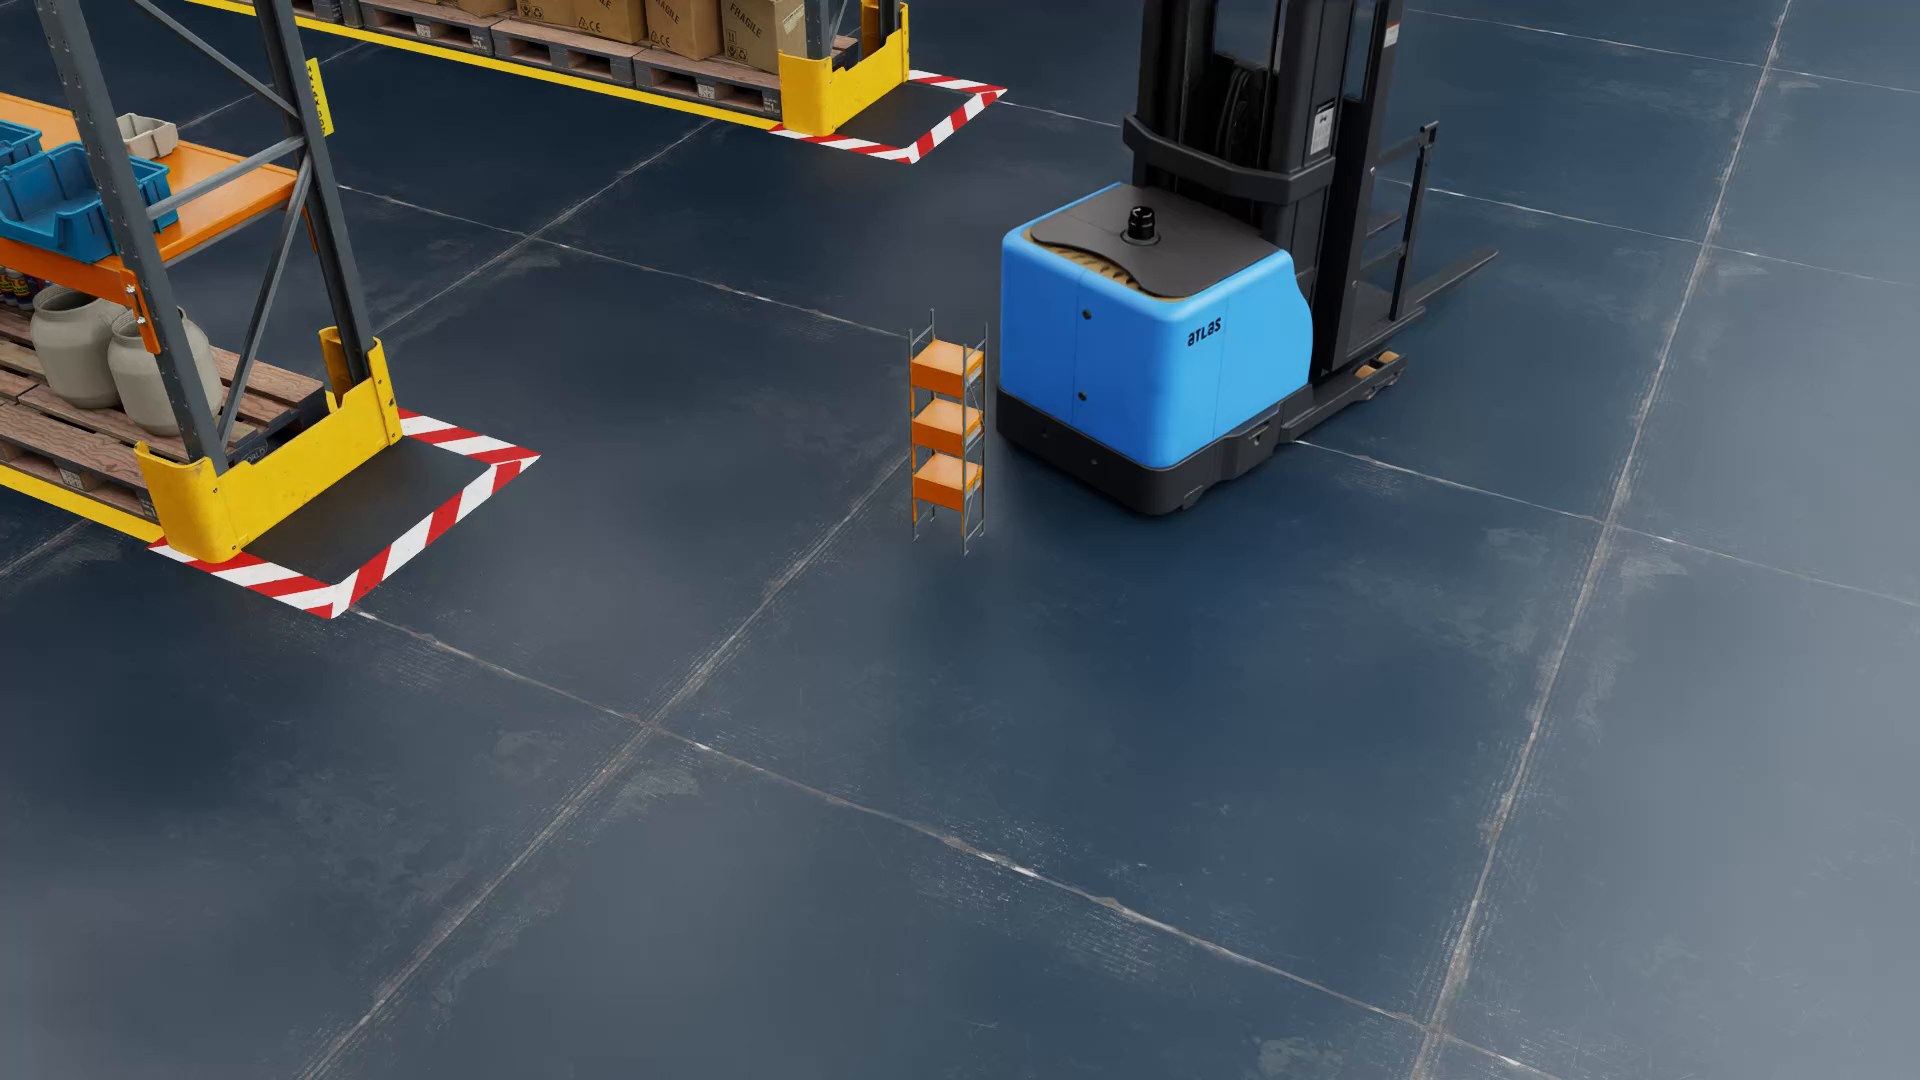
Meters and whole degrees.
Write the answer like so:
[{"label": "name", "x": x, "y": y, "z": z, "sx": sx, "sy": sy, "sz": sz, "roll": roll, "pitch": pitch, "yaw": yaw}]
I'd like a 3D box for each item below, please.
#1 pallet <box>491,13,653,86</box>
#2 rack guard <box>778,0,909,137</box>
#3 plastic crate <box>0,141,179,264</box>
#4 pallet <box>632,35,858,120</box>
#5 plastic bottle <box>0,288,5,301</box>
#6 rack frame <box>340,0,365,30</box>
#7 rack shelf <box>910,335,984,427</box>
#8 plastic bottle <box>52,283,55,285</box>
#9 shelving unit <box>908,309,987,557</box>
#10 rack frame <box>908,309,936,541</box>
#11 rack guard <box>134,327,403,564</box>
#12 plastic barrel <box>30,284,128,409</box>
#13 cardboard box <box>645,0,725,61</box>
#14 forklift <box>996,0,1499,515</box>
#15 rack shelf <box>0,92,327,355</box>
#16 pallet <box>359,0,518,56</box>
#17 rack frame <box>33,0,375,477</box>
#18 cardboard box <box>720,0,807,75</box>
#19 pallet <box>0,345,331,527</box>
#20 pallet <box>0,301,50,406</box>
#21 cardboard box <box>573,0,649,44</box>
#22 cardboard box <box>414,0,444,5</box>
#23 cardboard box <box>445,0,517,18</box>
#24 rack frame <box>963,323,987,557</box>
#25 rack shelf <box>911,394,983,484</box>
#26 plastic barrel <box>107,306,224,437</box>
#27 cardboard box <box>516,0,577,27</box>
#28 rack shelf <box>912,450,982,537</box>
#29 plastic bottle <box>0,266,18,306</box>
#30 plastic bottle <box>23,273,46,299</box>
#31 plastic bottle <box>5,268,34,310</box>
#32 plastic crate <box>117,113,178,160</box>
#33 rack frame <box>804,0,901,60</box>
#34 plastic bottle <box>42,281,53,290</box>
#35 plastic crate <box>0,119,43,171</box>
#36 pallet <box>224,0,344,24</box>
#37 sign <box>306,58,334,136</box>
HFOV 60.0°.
[{"label": "pallet", "x": -2.533, "y": -3.599, "z": 11.817, "sx": 1.213, "sy": 0.211, "sz": 1.003, "roll": 17, "pitch": 41, "yaw": 21}, {"label": "rack guard", "x": -0.748, "y": -3.130, "z": 10.959, "sx": 0.348, "sy": 0.500, "sz": 1.175, "roll": 17, "pitch": 41, "yaw": 21}, {"label": "plastic crate", "x": -3.541, "y": -1.364, "z": 6.689, "sx": 0.616, "sy": 0.251, "sz": 0.499, "roll": 17, "pitch": 41, "yaw": 21}, {"label": "pallet", "x": -1.454, "y": -3.259, "z": 11.369, "sx": 1.213, "sy": 0.211, "sz": 1.003, "roll": 17, "pitch": 41, "yaw": 21}, {"label": "plastic bottle", "x": -4.907, "y": -1.328, "z": 8.469, "sx": 0.097, "sy": 0.201, "sz": 0.097, "roll": 0, "pitch": 37, "yaw": 0}, {"label": "rack frame", "x": -4.233, "y": -5.216, "z": 11.641, "sx": 0.127, "sy": 3.000, "sz": 1.000, "roll": 17, "pitch": 41, "yaw": 21}, {"label": "rack shelf", "x": -0.048, "y": -0.651, "z": 6.787, "sx": 0.240, "sy": 0.259, "sz": 0.215, "roll": 17, "pitch": 41, "yaw": 21}, {"label": "plastic bottle", "x": -4.425, "y": -1.205, "z": 8.249, "sx": 0.097, "sy": 0.271, "sz": 0.097, "roll": 0, "pitch": 37, "yaw": 0}, {"label": "shelving unit", "x": -0.048, "y": -0.433, "z": 6.952, "sx": 0.252, "sy": 1.050, "sz": 0.215, "roll": 17, "pitch": 41, "yaw": 21}, {"label": "rack frame", "x": -0.156, "y": -0.467, "z": 6.997, "sx": 0.008, "sy": 1.050, "sz": 0.200, "roll": 17, "pitch": 41, "yaw": 21}, {"label": "rack guard", "x": -3.048, "y": -0.445, "z": 7.423, "sx": 0.348, "sy": 0.500, "sz": 1.175, "roll": 17, "pitch": 41, "yaw": 21}, {"label": "plastic barrel", "x": -4.023, "y": -0.903, "z": 7.668, "sx": 0.421, "sy": 0.512, "sz": 0.421, "roll": 0, "pitch": 37, "yaw": 0}, {"label": "cardboard box", "x": -1.774, "y": -3.606, "z": 11.240, "sx": 0.500, "sy": 0.500, "sz": 0.500, "roll": 29, "pitch": 46, "yaw": 33}, {"label": "forklift", "x": 1.576, "y": -2.056, "z": 7.535, "sx": 3.031, "sy": 2.935, "sz": 1.130, "roll": -30, "pitch": 47, "yaw": -34}, {"label": "rack shelf", "x": -4.735, "y": -1.714, "z": 7.623, "sx": 4.000, "sy": 0.370, "sz": 1.077, "roll": 17, "pitch": 41, "yaw": 21}, {"label": "pallet", "x": -3.620, "y": -3.938, "z": 12.263, "sx": 1.213, "sy": 0.211, "sz": 1.003, "roll": 17, "pitch": 41, "yaw": 21}, {"label": "rack frame", "x": -2.959, "y": -1.445, "z": 6.673, "sx": 0.127, "sy": 3.000, "sz": 1.000, "roll": 17, "pitch": 41, "yaw": 21}, {"label": "cardboard box", "x": -1.228, "y": -3.458, "z": 11.045, "sx": 0.500, "sy": 0.500, "sz": 0.500, "roll": 25, "pitch": 44, "yaw": 29}, {"label": "pallet", "x": -3.767, "y": -0.559, "z": 7.812, "sx": 1.213, "sy": 0.211, "sz": 1.003, "roll": 17, "pitch": 41, "yaw": 21}, {"label": "pallet", "x": -4.846, "y": -0.899, "z": 8.259, "sx": 1.213, "sy": 0.211, "sz": 1.003, "roll": 17, "pitch": 41, "yaw": 21}, {"label": "cardboard box", "x": -2.322, "y": -3.790, "z": 11.483, "sx": 0.500, "sy": 0.500, "sz": 0.500, "roll": 21, "pitch": 42, "yaw": 26}, {"label": "cardboard box", "x": -3.896, "y": -4.255, "z": 12.095, "sx": 0.500, "sy": 0.500, "sz": 0.500, "roll": 16, "pitch": 40, "yaw": 20}, {"label": "cardboard box", "x": -3.384, "y": -4.100, "z": 11.890, "sx": 0.500, "sy": 0.500, "sz": 0.500, "roll": -30, "pitch": 47, "yaw": -34}, {"label": "rack frame", "x": 0.061, "y": -0.399, "z": 6.907, "sx": 0.008, "sy": 1.050, "sz": 0.200, "roll": 17, "pitch": 41, "yaw": 21}, {"label": "rack shelf", "x": -0.048, "y": -0.425, "z": 6.959, "sx": 0.240, "sy": 0.259, "sz": 0.215, "roll": 17, "pitch": 41, "yaw": 21}, {"label": "plastic barrel", "x": -3.578, "y": -0.763, "z": 7.485, "sx": 0.421, "sy": 0.512, "sz": 0.421, "roll": 0, "pitch": 37, "yaw": 0}, {"label": "cardboard box", "x": -2.797, "y": -3.970, "z": 11.719, "sx": 0.500, "sy": 0.500, "sz": 0.500, "roll": 14, "pitch": 39, "yaw": 18}, {"label": "rack shelf", "x": -0.048, "y": -0.203, "z": 7.127, "sx": 0.240, "sy": 0.259, "sz": 0.215, "roll": 17, "pitch": 41, "yaw": 21}, {"label": "plastic bottle", "x": -4.819, "y": -1.328, "z": 8.411, "sx": 0.097, "sy": 0.271, "sz": 0.097, "roll": 0, "pitch": 37, "yaw": 0}, {"label": "plastic bottle", "x": -4.618, "y": -1.282, "z": 8.341, "sx": 0.133, "sy": 0.283, "sz": 0.061, "roll": 18, "pitch": 41, "yaw": 22}, {"label": "plastic bottle", "x": -4.730, "y": -1.300, "z": 8.375, "sx": 0.097, "sy": 0.271, "sz": 0.097, "roll": 0, "pitch": 37, "yaw": 0}, {"label": "plastic crate", "x": -3.605, "y": -1.761, "z": 7.308, "sx": 0.250, "sy": 0.136, "sz": 0.298, "roll": 17, "pitch": 41, "yaw": 21}, {"label": "rack frame", "x": -0.681, "y": -4.104, "z": 10.176, "sx": 0.127, "sy": 3.000, "sz": 1.000, "roll": 17, "pitch": 41, "yaw": 21}, {"label": "plastic bottle", "x": -4.517, "y": -1.206, "z": 8.308, "sx": 0.097, "sy": 0.201, "sz": 0.097, "roll": 0, "pitch": 37, "yaw": 0}, {"label": "plastic crate", "x": -4.115, "y": -1.548, "z": 6.931, "sx": 0.408, "sy": 0.251, "sz": 0.499, "roll": 17, "pitch": 41, "yaw": 21}, {"label": "pallet", "x": -4.925, "y": -4.321, "z": 12.768, "sx": 1.213, "sy": 0.211, "sz": 1.003, "roll": 17, "pitch": 41, "yaw": 21}, {"label": "sign", "x": -2.702, "y": -1.849, "z": 6.976, "sx": 0.005, "sy": 0.325, "sz": 0.100, "roll": 17, "pitch": 41, "yaw": 21}]
